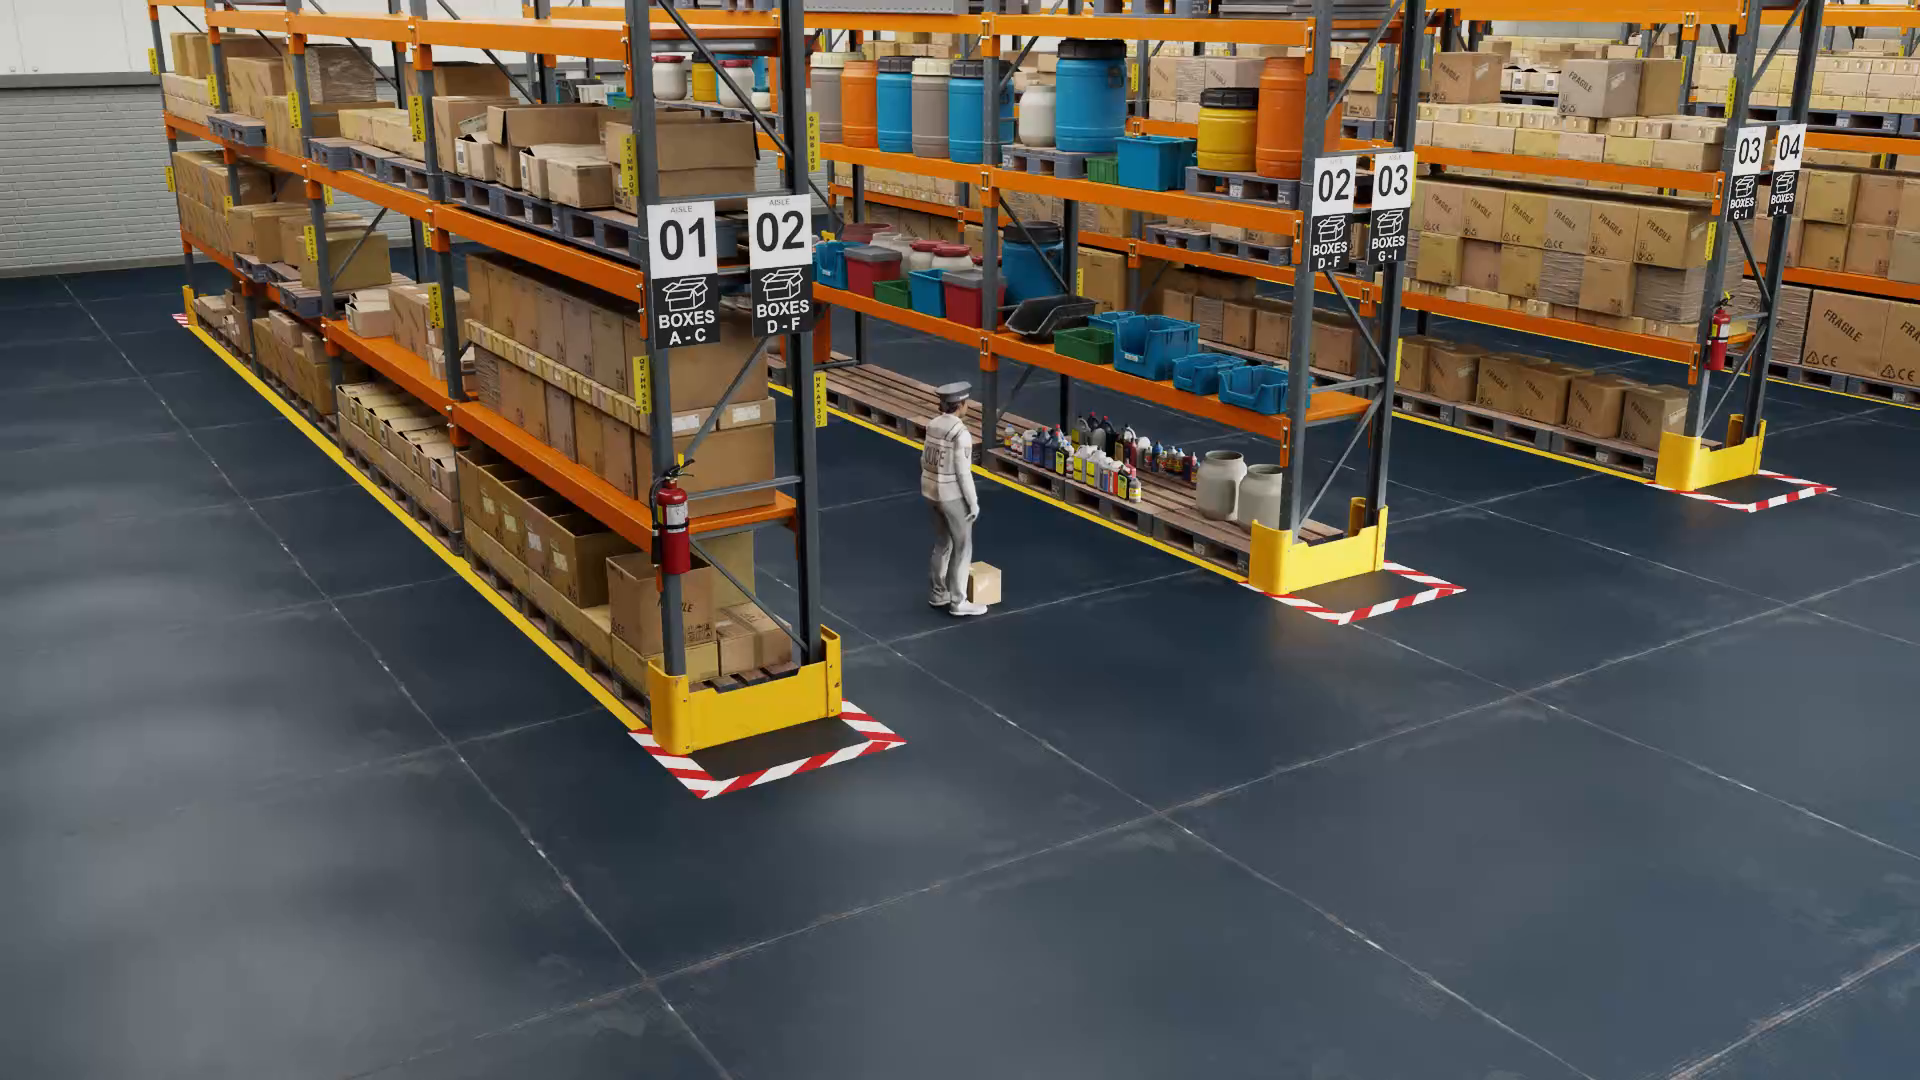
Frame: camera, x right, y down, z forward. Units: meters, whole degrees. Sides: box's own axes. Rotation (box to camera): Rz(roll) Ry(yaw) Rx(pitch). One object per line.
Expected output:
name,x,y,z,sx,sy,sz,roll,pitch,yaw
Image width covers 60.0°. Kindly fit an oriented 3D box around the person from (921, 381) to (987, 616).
person,-0.071,-0.301,11.962,0.369,1.667,0.546,-13,22,-34
